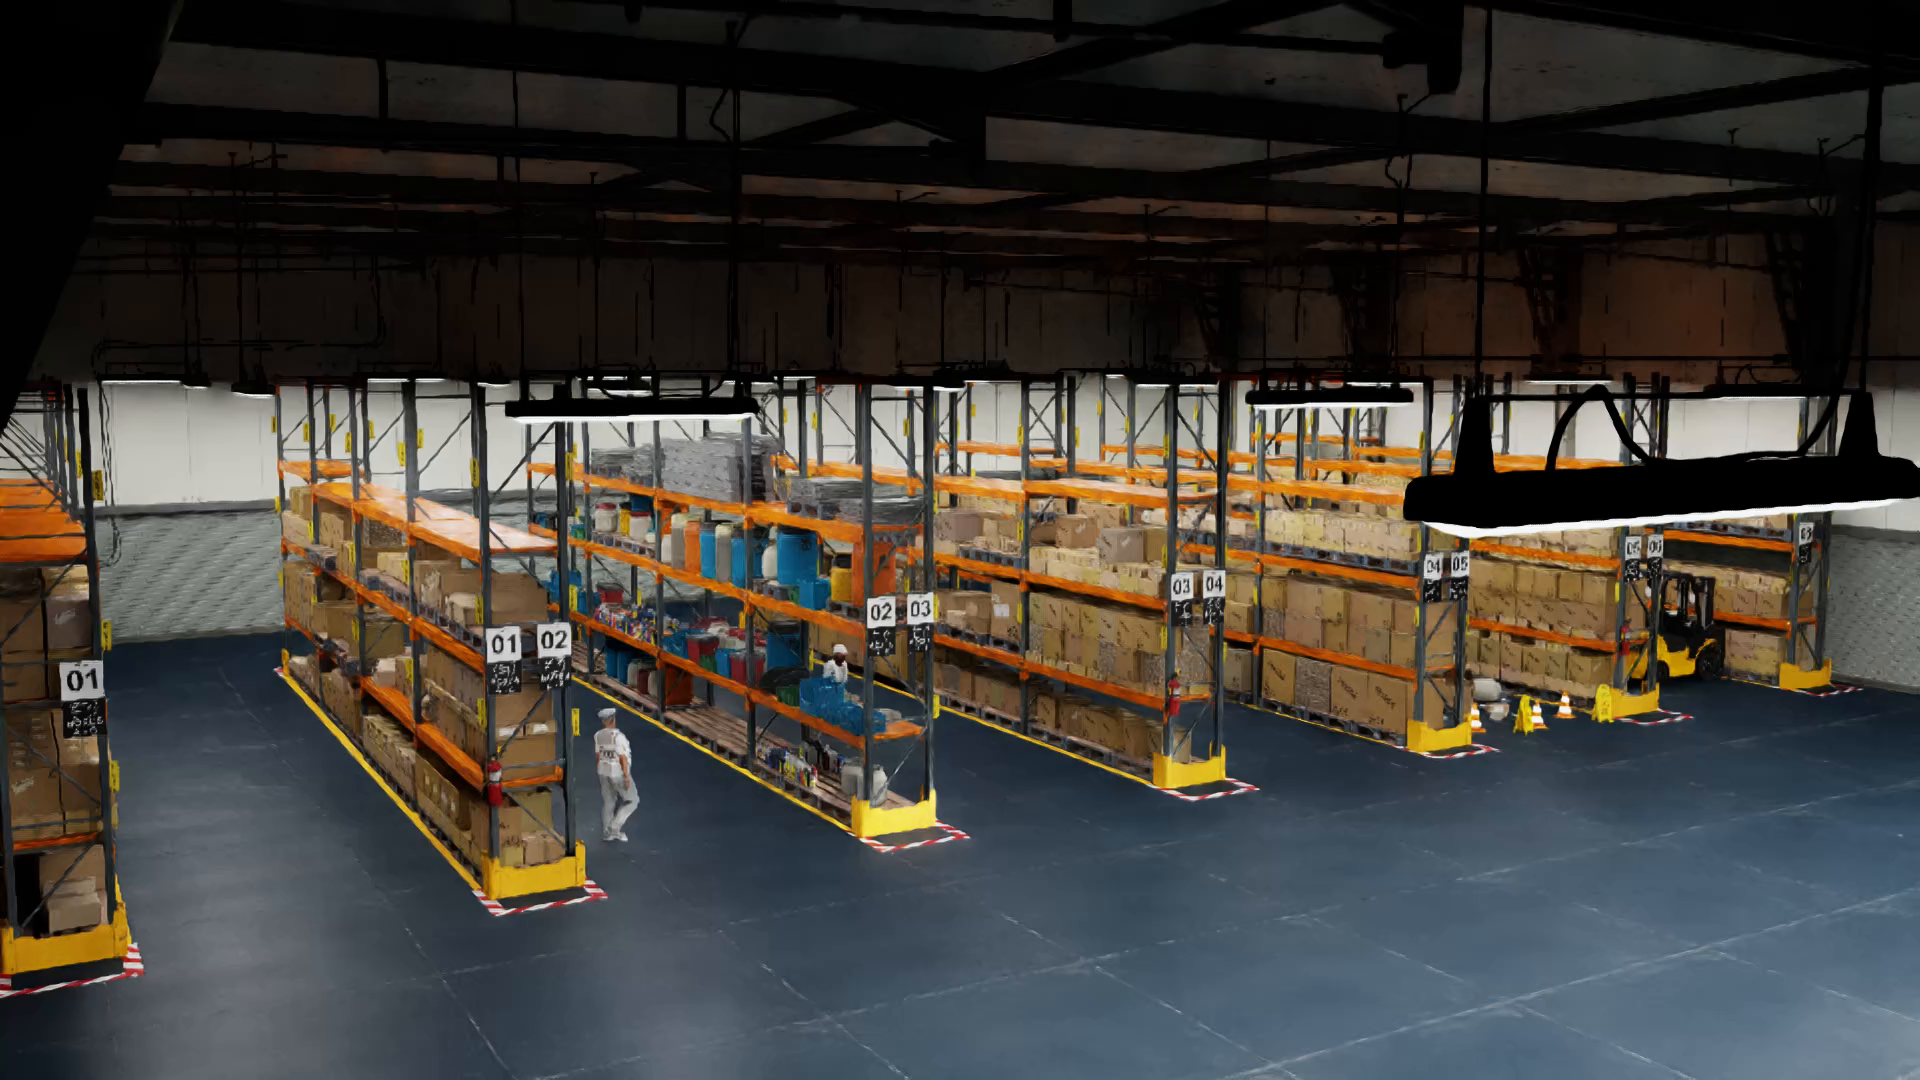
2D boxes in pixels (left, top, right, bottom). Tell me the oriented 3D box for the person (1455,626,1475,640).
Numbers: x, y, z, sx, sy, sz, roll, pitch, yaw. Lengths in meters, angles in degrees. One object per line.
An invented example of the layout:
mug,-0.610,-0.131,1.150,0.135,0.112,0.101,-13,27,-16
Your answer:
person,10.689,1.595,35.098,0.649,1.772,0.463,4,7,31

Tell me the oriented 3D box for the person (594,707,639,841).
person,-4.537,3.080,21.769,0.578,1.755,0.467,4,7,33

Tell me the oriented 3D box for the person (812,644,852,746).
person,-2.025,2.521,26.951,0.777,1.722,0.691,5,8,36
